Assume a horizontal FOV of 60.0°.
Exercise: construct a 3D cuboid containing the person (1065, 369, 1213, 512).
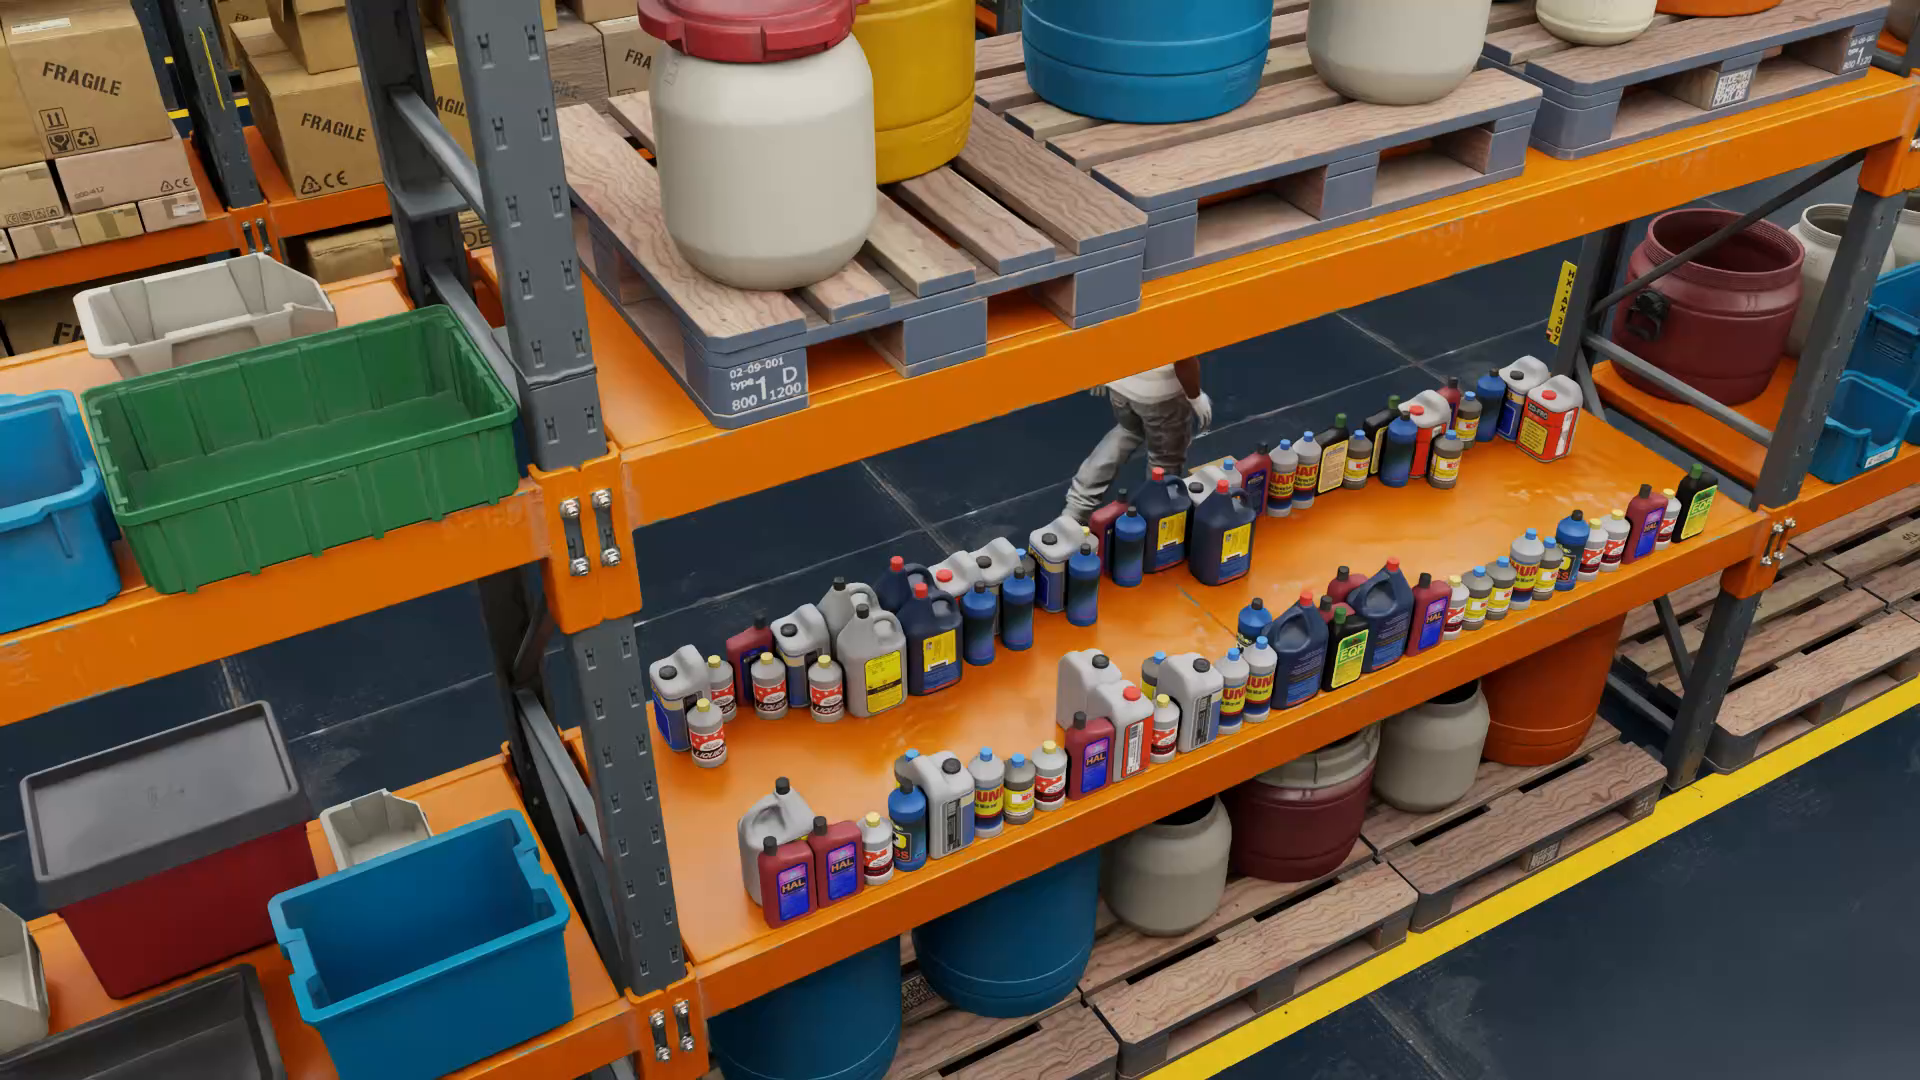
[{"bbox_3d":[0.769,-0.687,6.990,0.498,1.722,0.581,-25,43,-29],"label":"person"}]
